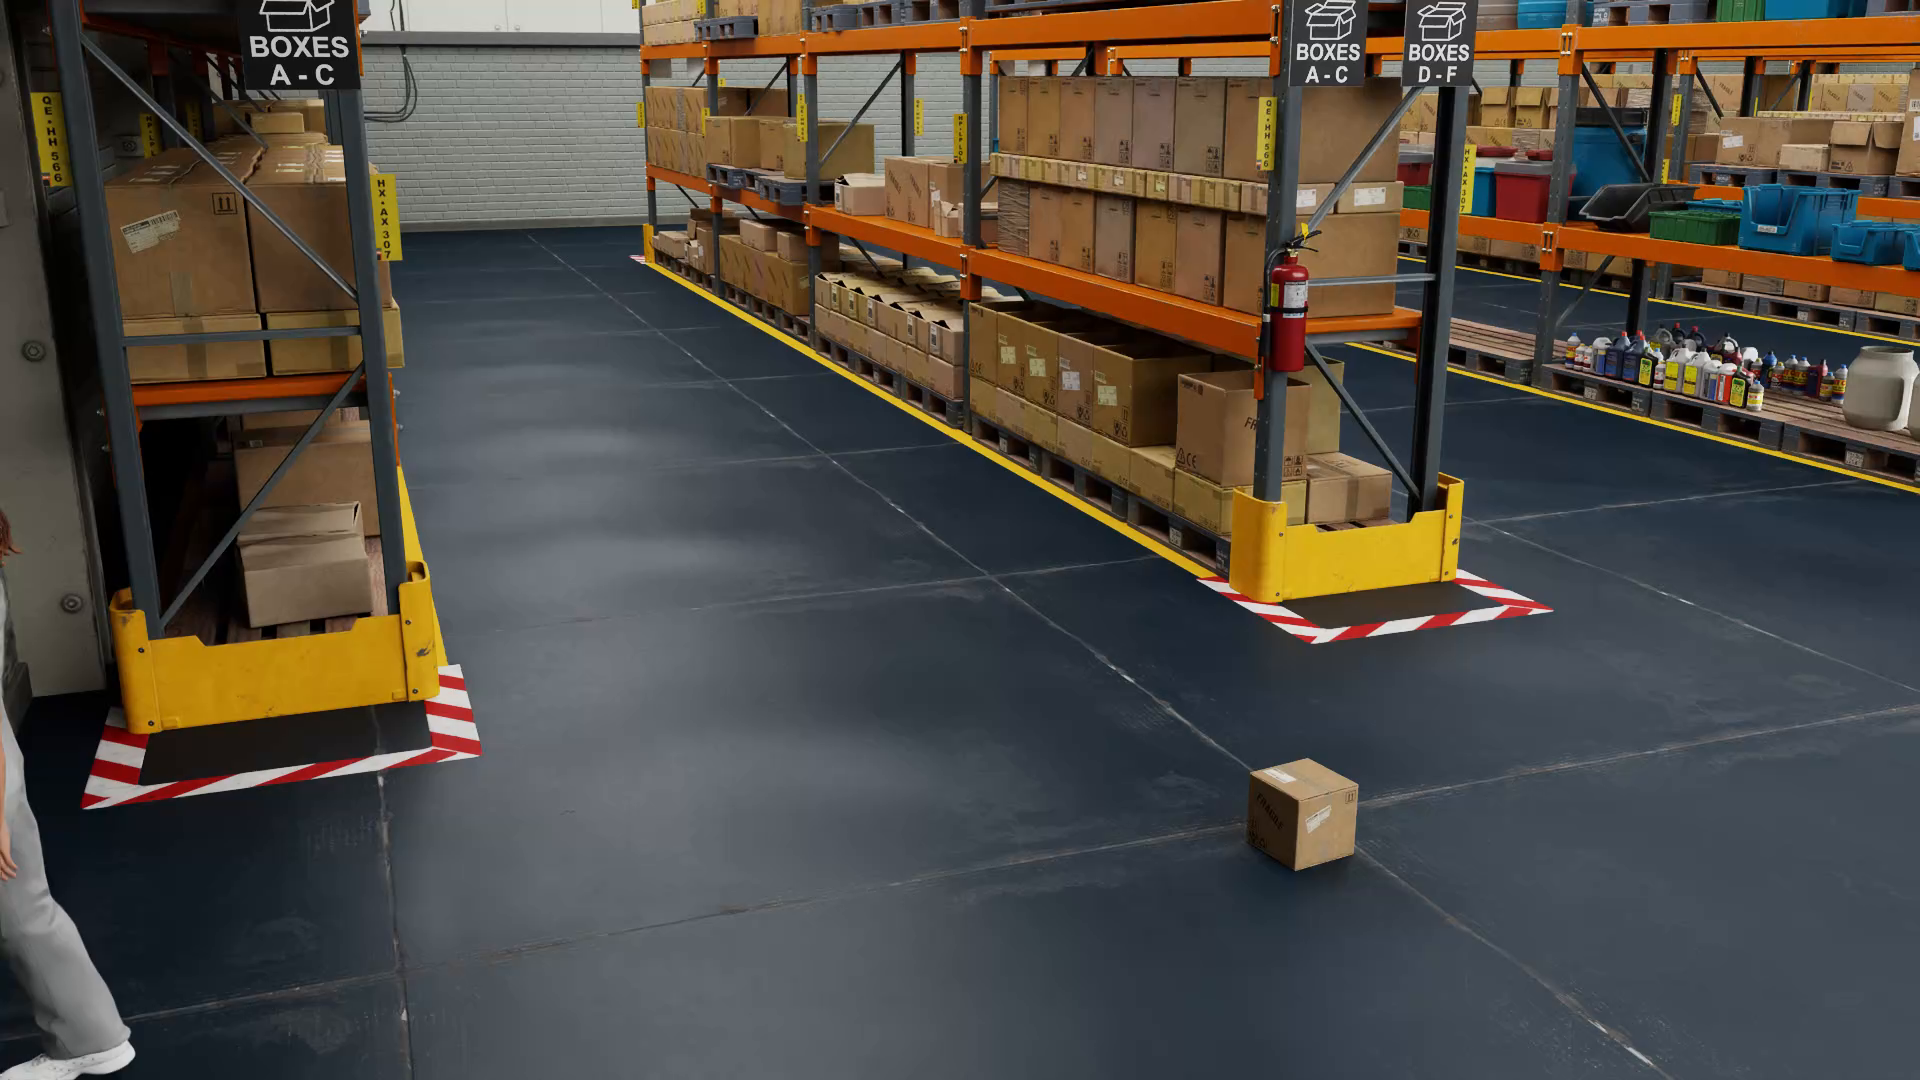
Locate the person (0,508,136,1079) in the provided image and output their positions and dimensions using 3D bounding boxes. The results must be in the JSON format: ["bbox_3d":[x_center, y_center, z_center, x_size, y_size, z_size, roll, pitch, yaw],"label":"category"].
[{"bbox_3d":[-2.399,0.607,3.820,0.726,1.659,0.476,-8,18,-28],"label":"person"}]
